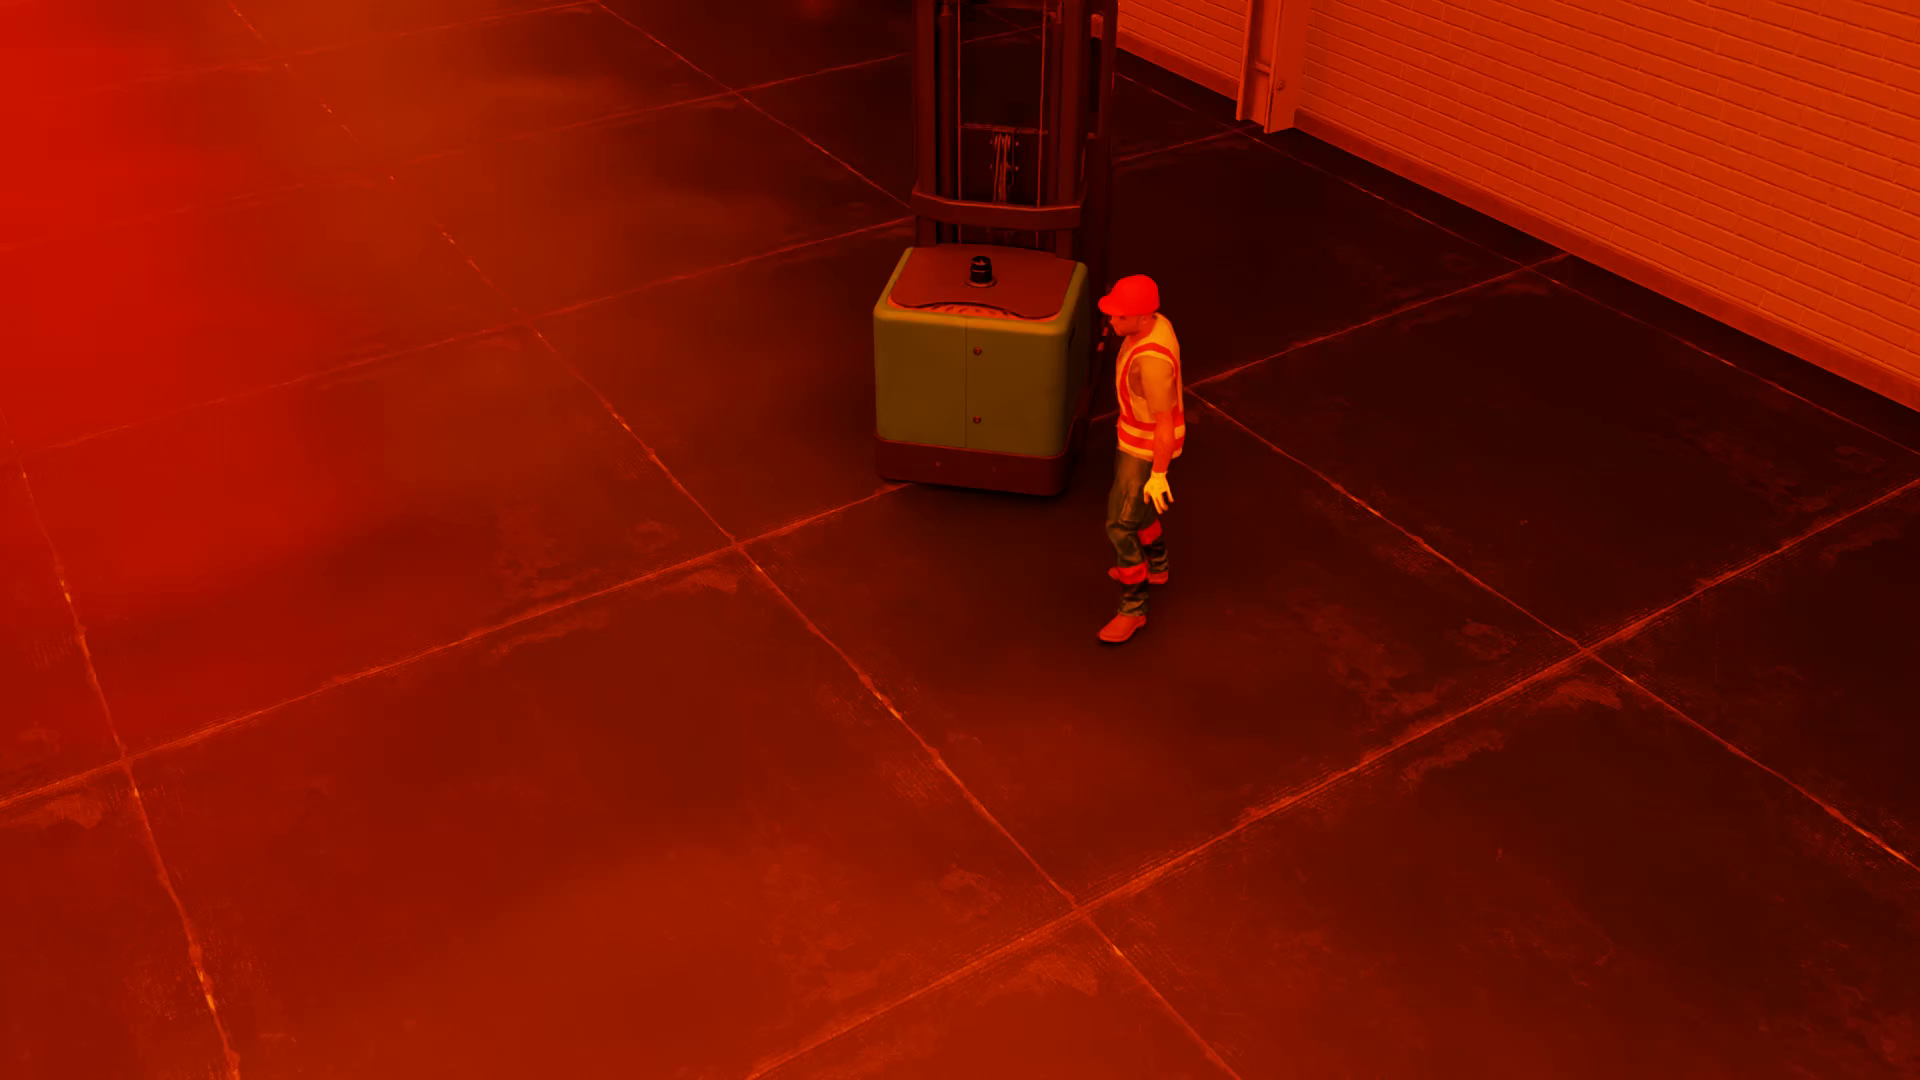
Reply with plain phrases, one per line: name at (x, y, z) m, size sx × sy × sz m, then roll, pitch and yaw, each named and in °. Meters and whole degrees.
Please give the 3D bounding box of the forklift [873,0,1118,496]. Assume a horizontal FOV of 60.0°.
forklift at (0.334, -2.278, 9.389) m, size 1.130 × 2.935 × 3.031 m, roll 7°, pitch 36°, yaw 9°

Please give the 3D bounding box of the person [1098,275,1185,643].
person at (0.831, -0.449, 7.821) m, size 0.437 × 1.749 × 0.868 m, roll 1°, pitch 35°, yaw 1°
